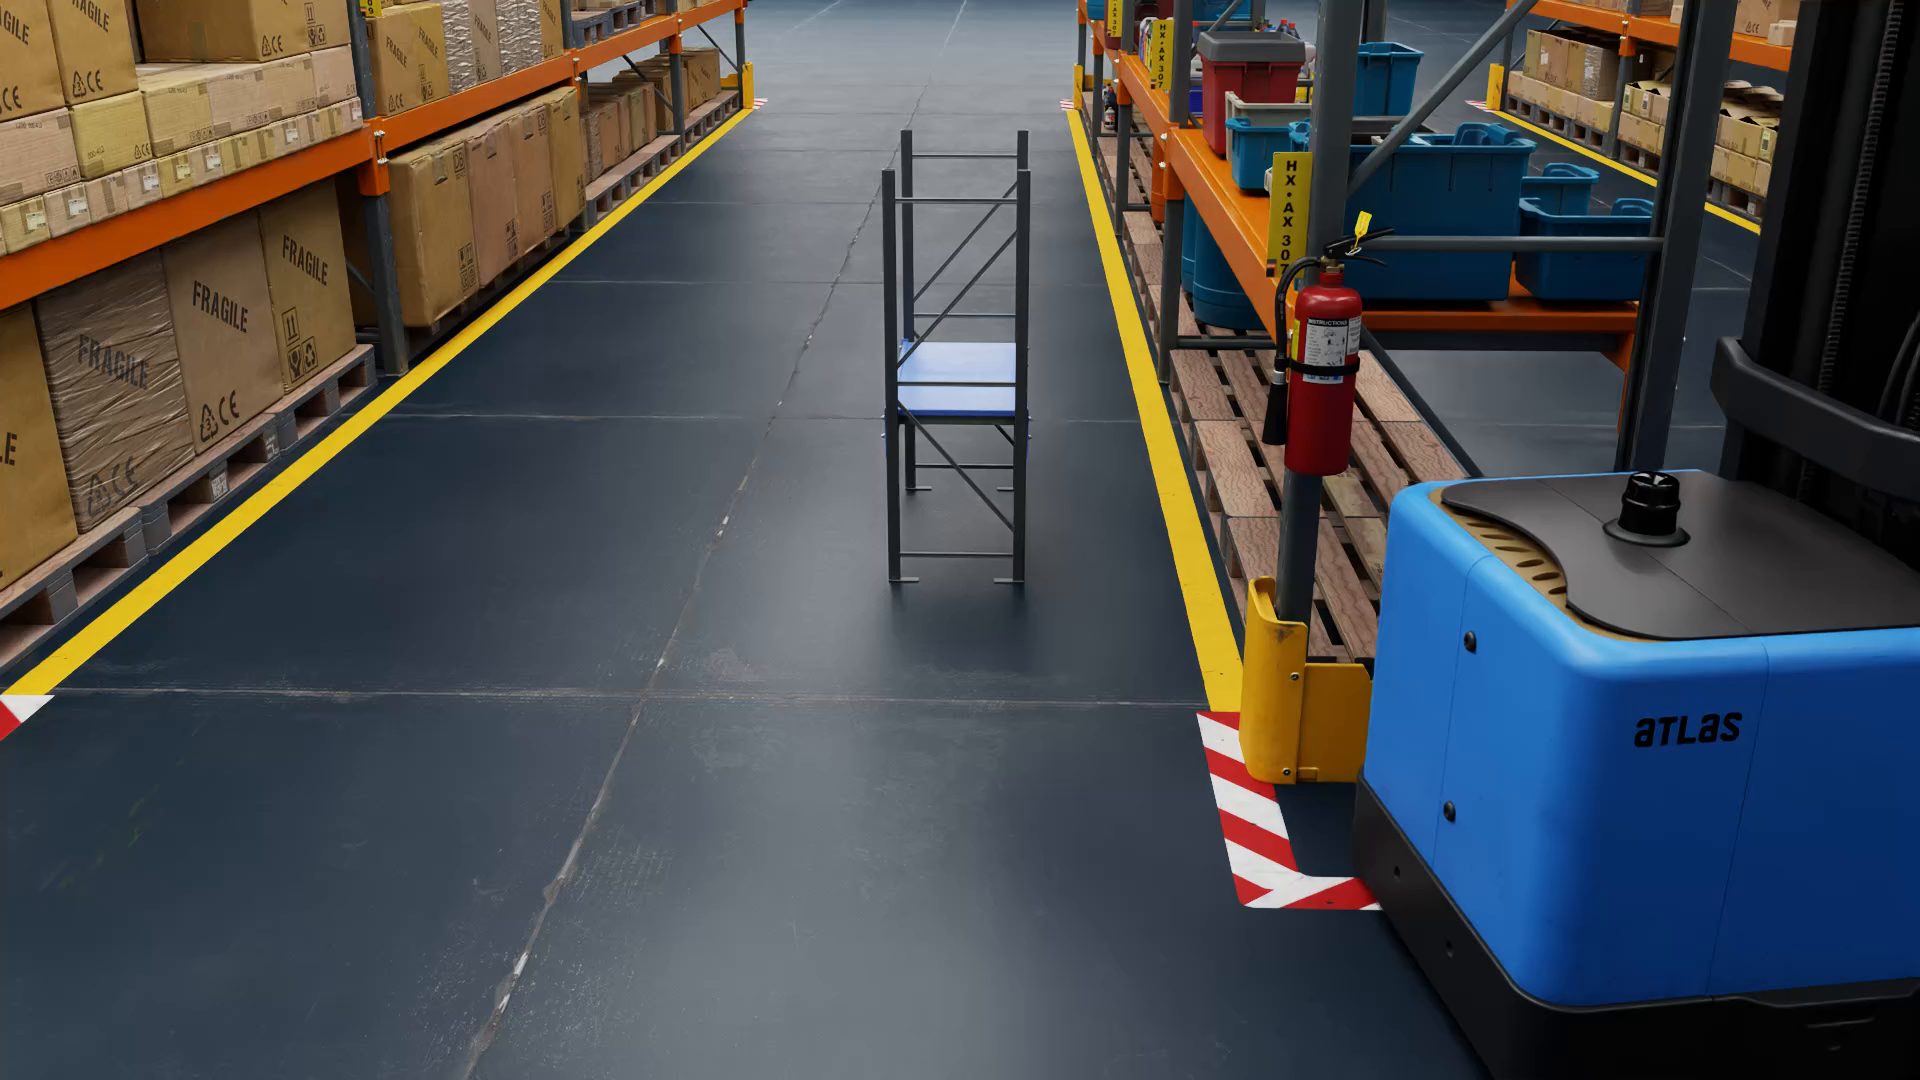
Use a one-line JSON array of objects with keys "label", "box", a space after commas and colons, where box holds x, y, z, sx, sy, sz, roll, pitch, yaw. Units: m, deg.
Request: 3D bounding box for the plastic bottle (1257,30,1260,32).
[{"label": "plastic bottle", "box": [2.043, -3.376, 11.358, 0.097, 0.201, 0.097, 0, 21, 0]}]

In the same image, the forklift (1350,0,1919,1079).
[{"label": "forklift", "box": [2.552, -0.405, 3.521, 3.031, 2.935, 1.130, -3, 21, -7]}]

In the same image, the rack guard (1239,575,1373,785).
[{"label": "rack guard", "box": [1.420, 0.405, 4.793, 1.175, 0.500, 0.348, 1, 21, 2]}]

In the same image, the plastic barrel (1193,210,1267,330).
[{"label": "plastic barrel", "box": [1.563, -1.629, 8.901, 0.600, 0.901, 0.708, 1, 21, 2]}]

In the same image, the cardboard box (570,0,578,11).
[{"label": "cardboard box", "box": [-3.406, -4.357, 12.892, 0.700, 0.500, 0.500, 4, 22, 10]}]

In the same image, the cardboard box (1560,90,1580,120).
[{"label": "cardboard box", "box": [6.545, -4.497, 17.193, 0.500, 0.250, 0.500, 1, 21, 2]}]

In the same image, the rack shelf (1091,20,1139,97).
[{"label": "rack shelf", "box": [1.712, -4.049, 13.812, 1.077, 0.370, 4.000, 1, 21, 2]}]

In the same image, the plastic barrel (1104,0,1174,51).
[{"label": "plastic barrel", "box": [1.362, -3.896, 12.235, 0.600, 0.536, 0.708, 1, 21, 2]}]

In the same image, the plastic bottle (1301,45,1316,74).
[{"label": "plastic bottle", "box": [1.952, -2.655, 9.397, 0.152, 0.276, 0.135, 1, 21, 2]}]

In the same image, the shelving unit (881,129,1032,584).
[{"label": "shelving unit", "box": [0.003, -0.730, 6.337, 0.538, 1.500, 1.048, 1, 21, 2]}]

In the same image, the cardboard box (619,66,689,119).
[{"label": "cardboard box", "box": [-3.116, -4.544, 16.968, 0.500, 0.500, 0.500, 8, 22, 19]}]

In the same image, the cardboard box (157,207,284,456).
[{"label": "cardboard box", "box": [-3.549, -0.912, 7.088, 0.875, 0.875, 0.875, 1, 21, 2]}]

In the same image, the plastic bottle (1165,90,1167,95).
[{"label": "plastic bottle", "box": [1.249, -2.666, 9.425, 0.152, 0.276, 0.135, 1, 21, 2]}]

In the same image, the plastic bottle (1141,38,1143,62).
[{"label": "plastic bottle", "box": [1.281, -3.339, 11.262, 0.097, 0.201, 0.097, 0, 21, 0]}]

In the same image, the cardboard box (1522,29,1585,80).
[{"label": "cardboard box", "box": [6.593, -5.389, 18.455, 0.500, 0.500, 0.500, 1, 21, 2]}]

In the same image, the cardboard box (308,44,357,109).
[{"label": "cardboard box", "box": [-3.173, -2.176, 7.786, 0.500, 0.250, 0.500, 0, 21, 1]}]

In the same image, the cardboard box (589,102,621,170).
[{"label": "cardboard box", "box": [-3.285, -3.404, 14.002, 0.700, 0.500, 0.500, 2, 21, 6]}]

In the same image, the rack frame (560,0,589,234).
[{"label": "rack frame", "box": [-3.300, -3.716, 11.959, 1.000, 3.000, 0.127, 1, 21, 2]}]

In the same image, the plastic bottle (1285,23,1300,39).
[{"label": "plastic bottle", "box": [1.974, -2.902, 9.929, 0.144, 0.351, 0.185, 1, 21, 2]}]

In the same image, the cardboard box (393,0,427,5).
[{"label": "cardboard box", "box": [-3.378, -3.263, 9.266, 0.797, 0.503, 0.637, 1, 21, 2]}]

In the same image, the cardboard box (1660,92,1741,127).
[{"label": "cardboard box", "box": [6.427, -3.712, 14.395, 0.500, 0.311, 0.500, 0, 21, 0]}]

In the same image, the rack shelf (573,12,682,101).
[{"label": "rack shelf", "box": [-3.239, -4.103, 13.952, 1.077, 0.370, 4.000, 1, 21, 2]}]

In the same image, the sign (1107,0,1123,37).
[{"label": "sign", "box": [1.101, -3.741, 11.798, 0.100, 0.325, 0.005, 1, 21, 2]}]

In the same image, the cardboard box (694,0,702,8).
[{"label": "cardboard box", "box": [-2.824, -5.481, 16.855, 0.380, 0.149, 0.250, 1, 21, 2]}]

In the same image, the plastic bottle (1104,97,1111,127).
[{"label": "plastic bottle", "box": [1.457, -4.224, 16.415, 0.061, 0.283, 0.133, 2, 21, 4]}]

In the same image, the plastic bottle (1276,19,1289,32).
[{"label": "plastic bottle", "box": [1.984, -3.017, 10.226, 0.144, 0.351, 0.185, 1, 21, 2]}]

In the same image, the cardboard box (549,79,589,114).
[{"label": "cardboard box", "box": [-3.303, -3.540, 13.315, 0.500, 0.250, 0.500, 3, 21, 8]}]

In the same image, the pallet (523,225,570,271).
[{"label": "pallet", "box": [-3.399, -2.131, 11.730, 1.003, 0.211, 1.213, 1, 21, 2]}]

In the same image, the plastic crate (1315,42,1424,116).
[{"label": "plastic crate", "box": [1.856, -2.063, 7.638, 0.392, 0.384, 0.575, 1, 21, 2]}]

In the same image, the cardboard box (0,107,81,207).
[{"label": "cardboard box", "box": [-3.250, -1.251, 5.401, 0.500, 0.250, 0.500, 0, 21, 1]}]

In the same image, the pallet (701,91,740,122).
[{"label": "pallet", "box": [-3.119, -4.987, 19.091, 1.003, 0.211, 1.213, 1, 21, 2]}]

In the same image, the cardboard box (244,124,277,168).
[{"label": "cardboard box", "box": [-3.134, -1.666, 7.024, 0.380, 0.149, 0.250, 1, 21, 3]}]

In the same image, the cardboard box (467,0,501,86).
[{"label": "cardboard box", "box": [-3.117, -3.029, 10.051, 0.500, 0.500, 0.500, 1, 21, 3]}]

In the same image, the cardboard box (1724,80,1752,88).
[{"label": "cardboard box", "box": [6.998, -4.077, 15.336, 0.500, 0.311, 0.500, 1, 21, 2]}]

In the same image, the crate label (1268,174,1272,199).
[{"label": "crate label", "box": [1.259, -1.176, 5.695, 0.396, 0.136, 0.243, 1, 21, 2]}]

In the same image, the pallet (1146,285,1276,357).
[{"label": "pallet", "box": [1.594, -1.193, 9.313, 1.003, 0.211, 1.213, 1, 21, 2]}]

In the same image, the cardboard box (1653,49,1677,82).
[{"label": "cardboard box", "box": [7.050, -4.479, 16.111, 0.500, 0.500, 0.500, 1, 21, 2]}]

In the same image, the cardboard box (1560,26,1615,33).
[{"label": "cardboard box", "box": [7.126, -5.564, 18.907, 0.500, 0.500, 0.500, 1, 21, 2]}]

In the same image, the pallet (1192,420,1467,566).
[{"label": "pallet", "box": [1.511, -0.206, 6.769, 1.003, 0.211, 1.213, 1, 21, 2]}]

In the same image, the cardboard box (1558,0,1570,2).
[{"label": "cardboard box", "box": [6.786, -6.006, 17.724, 0.700, 0.500, 0.500, 1, 21, 2]}]

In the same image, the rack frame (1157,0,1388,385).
[{"label": "rack frame", "box": [1.529, -2.215, 8.091, 1.000, 3.000, 0.127, 1, 21, 2]}]

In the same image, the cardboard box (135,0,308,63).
[{"label": "cardboard box", "box": [-3.188, -2.338, 7.166, 0.500, 0.500, 0.500, 1, 21, 2]}]

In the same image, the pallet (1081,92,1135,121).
[{"label": "pallet", "box": [1.909, -4.932, 18.948, 1.003, 0.211, 1.213, 1, 21, 2]}]

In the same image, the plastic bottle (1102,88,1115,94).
[{"label": "plastic bottle", "box": [1.529, -4.524, 17.198, 0.152, 0.276, 0.135, 1, 21, 3]}]

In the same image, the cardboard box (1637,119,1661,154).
[{"label": "cardboard box", "box": [6.447, -3.638, 14.978, 0.500, 0.250, 0.500, 1, 21, 3]}]

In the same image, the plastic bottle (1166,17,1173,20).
[{"label": "plastic bottle", "box": [1.467, -3.449, 11.442, 0.152, 0.276, 0.135, 1, 21, 2]}]

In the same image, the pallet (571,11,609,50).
[{"label": "pallet", "box": [-3.385, -3.885, 12.660, 1.213, 0.211, 1.003, 1, 21, 2]}]

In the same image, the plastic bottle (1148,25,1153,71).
[{"label": "plastic bottle", "box": [1.244, -3.155, 10.675, 0.061, 0.283, 0.133, 1, 21, 2]}]

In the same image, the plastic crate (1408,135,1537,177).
[{"label": "plastic crate", "box": [1.784, -1.280, 5.830, 0.416, 0.233, 0.300, 1, 21, 2]}]

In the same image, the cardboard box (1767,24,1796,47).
[{"label": "cardboard box", "box": [6.353, -3.816, 12.566, 0.380, 0.149, 0.250, 1, 21, 2]}]

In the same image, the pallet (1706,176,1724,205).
[{"label": "pallet", "box": [6.706, -3.043, 14.079, 1.003, 0.211, 1.213, 1, 21, 2]}]

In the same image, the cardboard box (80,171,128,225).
[{"label": "cardboard box", "box": [-3.173, -1.202, 5.828, 0.380, 0.149, 0.250, 0, 21, 1]}]
